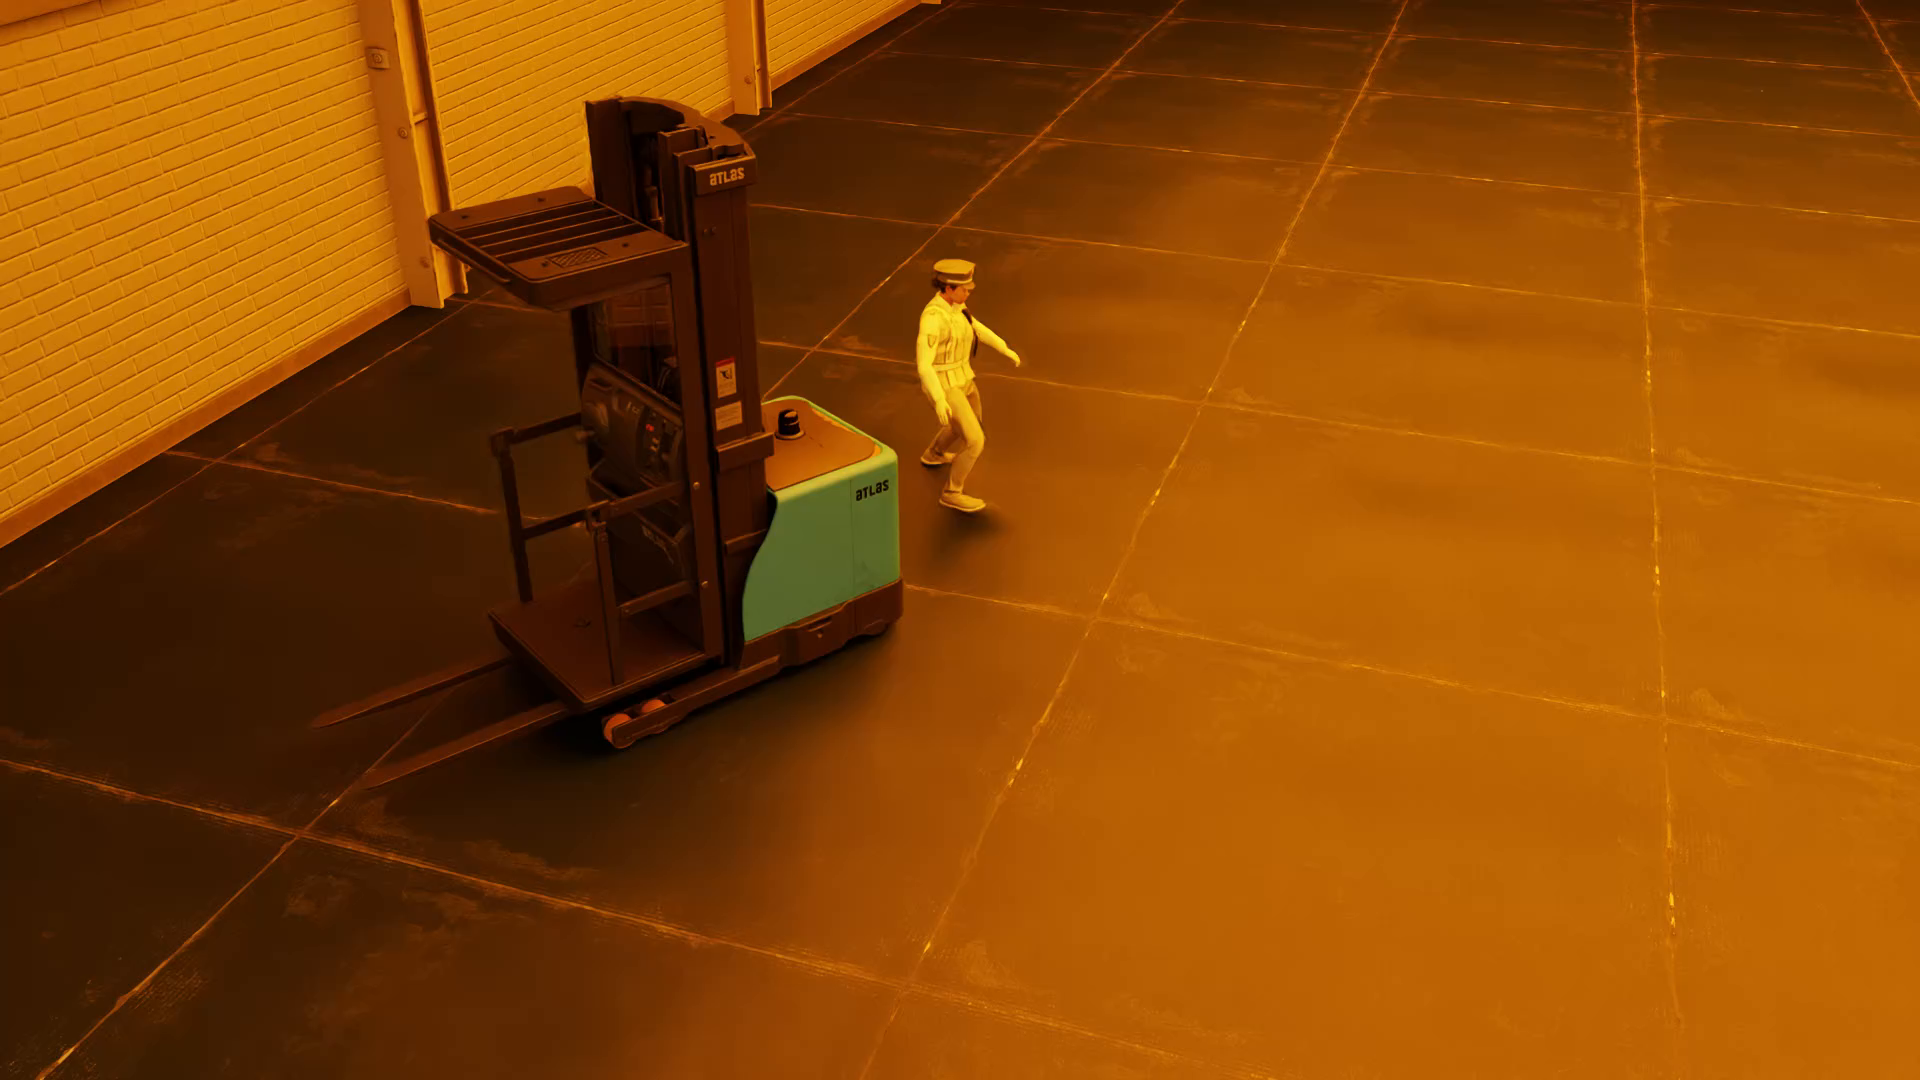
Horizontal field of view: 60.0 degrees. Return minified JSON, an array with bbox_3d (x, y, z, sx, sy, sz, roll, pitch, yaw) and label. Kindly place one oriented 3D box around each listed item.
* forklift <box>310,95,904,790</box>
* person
[{"bbox_3d":[-1.777,-0.533,8.071,3.031,2.935,1.130,-22,36,-33],"label":"forklift"},{"bbox_3d":[-0.022,-0.998,10.350,0.687,1.545,0.881,13,32,21],"label":"person"}]
